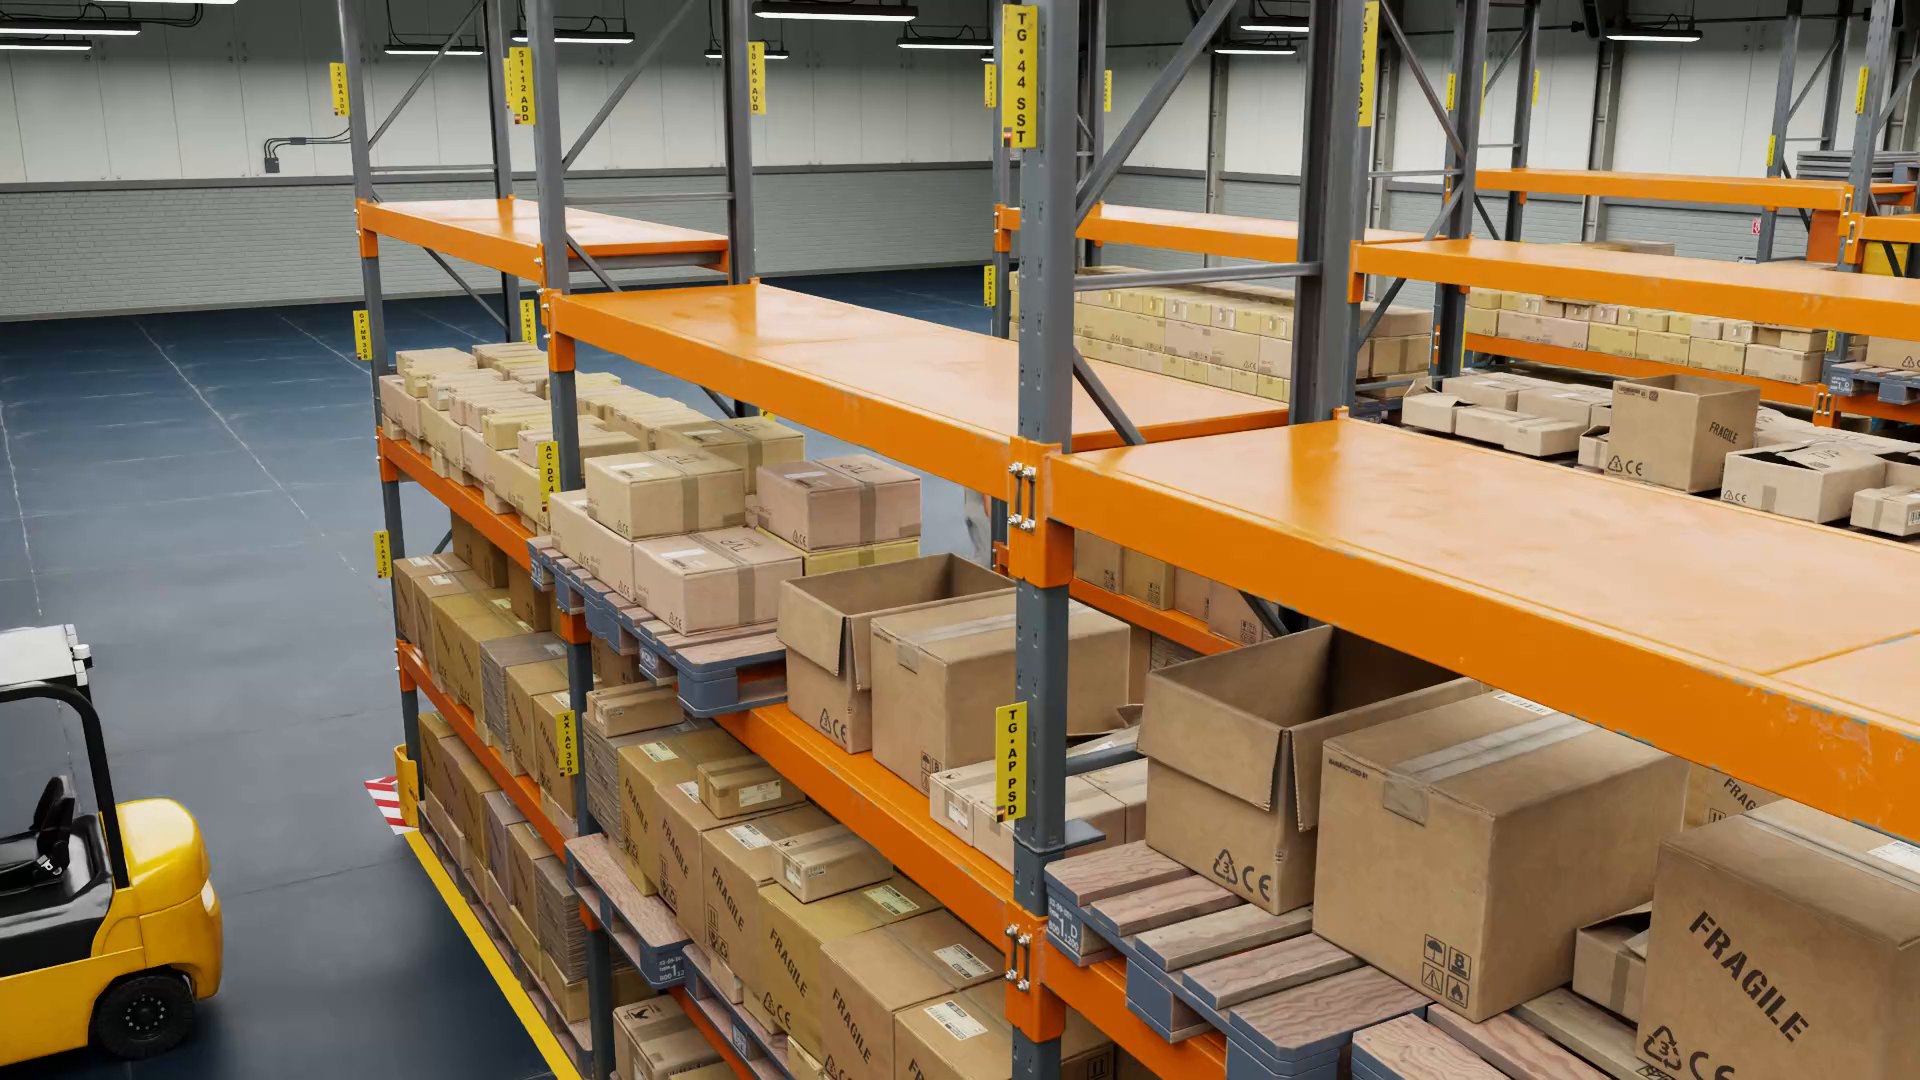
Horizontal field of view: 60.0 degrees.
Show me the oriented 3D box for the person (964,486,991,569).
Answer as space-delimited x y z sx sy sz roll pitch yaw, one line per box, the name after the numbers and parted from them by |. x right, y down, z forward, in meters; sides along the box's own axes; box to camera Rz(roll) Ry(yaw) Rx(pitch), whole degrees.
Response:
0.191 -0.185 16.836 0.455 1.714 0.438 -8 17 -29 | person
